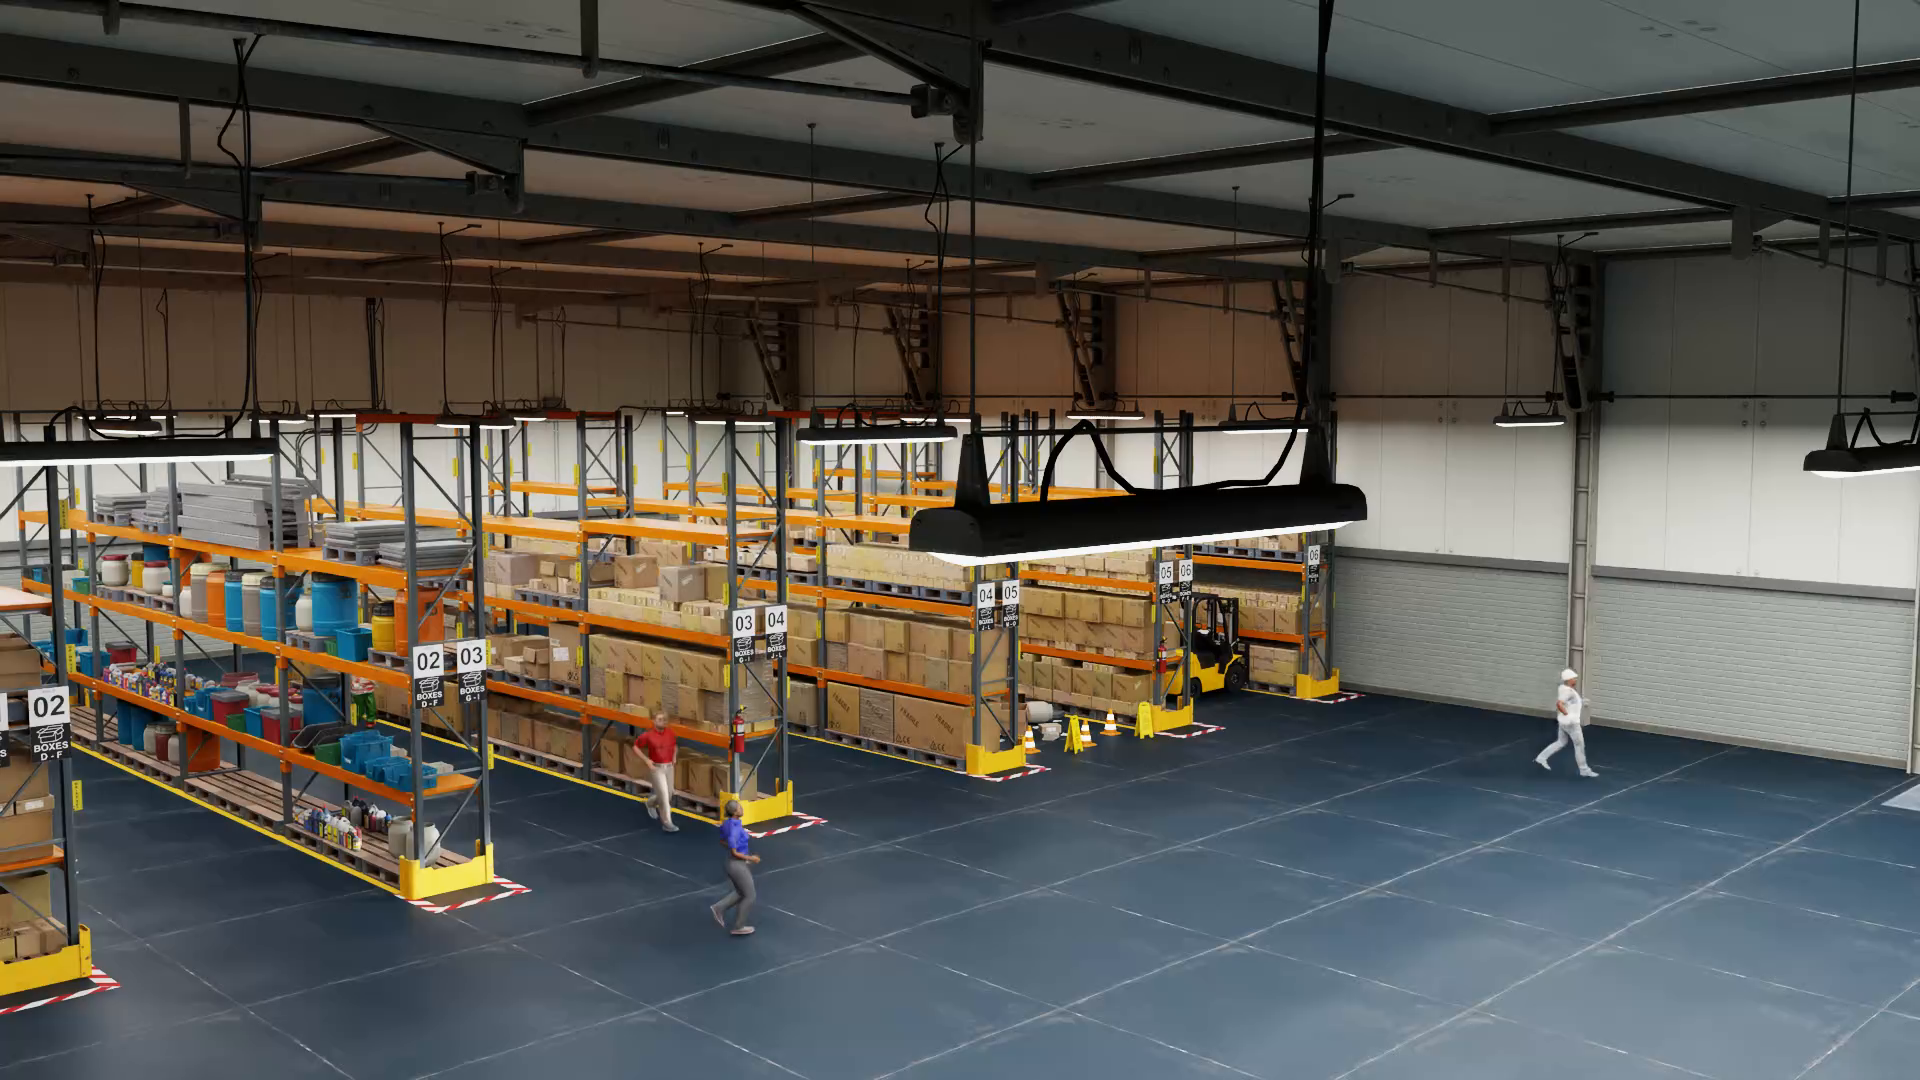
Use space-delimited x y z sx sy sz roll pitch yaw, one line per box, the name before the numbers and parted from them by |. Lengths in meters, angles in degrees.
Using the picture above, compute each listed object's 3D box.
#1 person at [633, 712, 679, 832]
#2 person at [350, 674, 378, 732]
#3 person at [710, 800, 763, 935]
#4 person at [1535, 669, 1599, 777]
person | -4.387 3.353 24.248 0.886 1.694 0.673 5 7 44
person | -10.977 2.810 30.478 0.899 1.783 0.656 4 6 36
person | -2.633 3.835 19.506 0.583 1.604 0.573 -2 5 -19
person | 10.087 3.021 27.555 1.002 1.766 0.687 0 5 5
